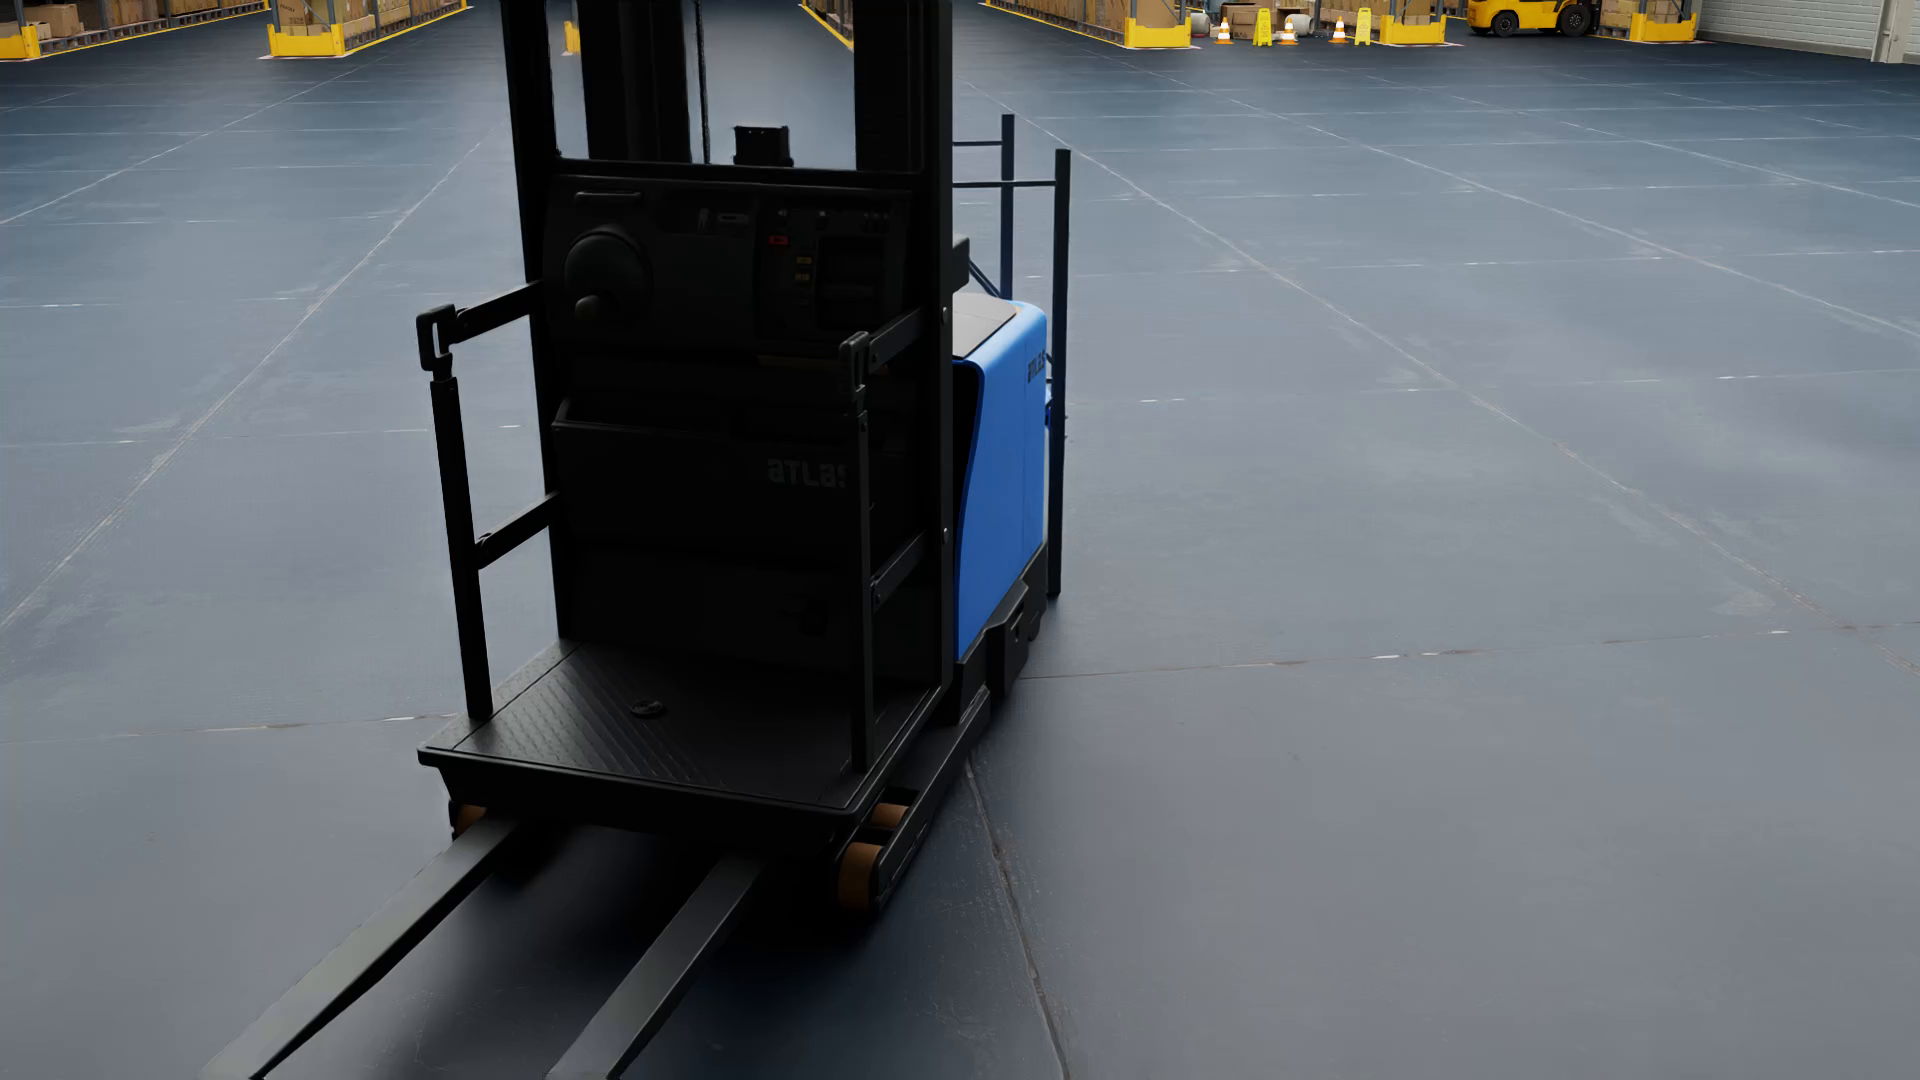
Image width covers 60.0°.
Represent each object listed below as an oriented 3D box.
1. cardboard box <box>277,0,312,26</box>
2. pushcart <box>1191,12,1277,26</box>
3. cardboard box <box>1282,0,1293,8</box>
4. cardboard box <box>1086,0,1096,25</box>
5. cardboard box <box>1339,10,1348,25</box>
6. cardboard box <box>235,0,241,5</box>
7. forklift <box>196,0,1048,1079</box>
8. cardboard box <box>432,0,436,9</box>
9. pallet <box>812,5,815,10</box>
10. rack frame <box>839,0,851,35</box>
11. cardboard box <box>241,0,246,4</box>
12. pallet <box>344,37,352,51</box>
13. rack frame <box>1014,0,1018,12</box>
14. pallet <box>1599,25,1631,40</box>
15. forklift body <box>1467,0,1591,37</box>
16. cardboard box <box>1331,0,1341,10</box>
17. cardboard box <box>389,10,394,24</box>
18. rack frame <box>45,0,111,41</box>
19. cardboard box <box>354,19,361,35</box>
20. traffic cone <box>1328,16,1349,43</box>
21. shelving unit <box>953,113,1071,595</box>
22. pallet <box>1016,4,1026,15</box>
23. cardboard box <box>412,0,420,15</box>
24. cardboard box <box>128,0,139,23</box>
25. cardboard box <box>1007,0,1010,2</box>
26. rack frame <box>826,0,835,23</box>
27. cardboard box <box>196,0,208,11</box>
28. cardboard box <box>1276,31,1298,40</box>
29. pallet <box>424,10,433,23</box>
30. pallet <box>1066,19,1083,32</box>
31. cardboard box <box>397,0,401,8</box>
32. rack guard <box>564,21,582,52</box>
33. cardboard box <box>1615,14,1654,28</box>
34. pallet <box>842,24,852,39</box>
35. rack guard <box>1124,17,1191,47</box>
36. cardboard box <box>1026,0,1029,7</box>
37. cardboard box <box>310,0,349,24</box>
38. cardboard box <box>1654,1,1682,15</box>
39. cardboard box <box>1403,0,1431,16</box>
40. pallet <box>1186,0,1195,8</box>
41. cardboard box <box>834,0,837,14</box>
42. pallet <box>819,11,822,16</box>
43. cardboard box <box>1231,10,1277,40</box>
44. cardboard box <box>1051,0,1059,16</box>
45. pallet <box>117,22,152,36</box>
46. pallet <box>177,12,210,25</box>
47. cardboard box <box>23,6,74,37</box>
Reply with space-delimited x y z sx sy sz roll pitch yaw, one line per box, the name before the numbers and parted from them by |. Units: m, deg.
cardboard box | -11.506 -9.133 28.641 0.500 0.500 0.500 -3 21 -8
pushcart | 5.650 -10.725 34.393 1.648 0.377 0.936 -11 23 -26
cardboard box | 7.612 -11.722 36.471 0.950 0.372 0.625 -2 21 -6
cardboard box | 3.037 -10.781 33.232 0.875 0.875 0.875 -3 21 -7
cardboard box | 7.884 -10.409 33.127 0.500 0.250 0.500 -3 21 -8
cardboard box | -17.913 -13.248 40.372 0.700 0.500 0.500 -2 21 -6
forklift | -0.622 -0.654 3.778 1.130 2.935 3.031 6 21 15
cardboard box | -12.446 -12.565 38.514 0.500 0.500 0.500 -3 21 -8
pallet | -3.272 -13.740 42.703 1.003 0.211 1.213 -3 21 -8
rack frame | -1.908 -11.586 32.950 1.000 3.000 0.127 -3 21 -8
cardboard box | -17.997 -13.432 40.866 0.700 0.500 0.500 -4 21 -10
pallet | -11.286 -8.659 29.099 1.003 0.211 1.213 -3 21 -8
rack frame | 1.862 -14.571 40.942 1.000 3.000 0.127 -3 21 -8
pallet | 13.235 -9.909 32.445 1.003 0.211 1.213 -3 21 -8
forklift body | 11.308 -11.120 32.914 2.313 2.155 1.214 -3 21 -8
cardboard box | 7.806 -10.943 33.486 0.500 0.500 0.500 -2 21 -6
cardboard box | -11.674 -10.505 33.384 0.500 0.250 0.500 -4 21 -9
rack frame | -16.612 -10.837 30.943 1.000 3.000 0.127 -3 21 -8
cardboard box | -11.206 -9.328 30.233 0.500 0.250 0.500 -3 21 -8
traffic cone | 7.137 -9.596 31.248 0.336 0.463 0.334 -3 21 -8
shelving unit | 0.024 -0.686 5.910 0.538 1.500 1.048 -3 21 -8
pallet | 1.976 -12.995 40.708 1.003 0.211 1.213 -3 21 -8
cardboard box | -12.070 -11.680 36.144 0.500 0.500 0.500 -2 21 -5
cardboard box | -16.975 -10.655 33.401 0.700 0.500 0.500 -3 21 -8
cardboard box | 1.412 -13.733 42.173 0.380 0.149 0.250 -4 21 -10
rack frame | -2.484 -12.971 36.658 1.000 3.000 0.127 -3 21 -8
cardboard box | -17.412 -12.270 37.253 0.750 0.750 0.750 -2 21 -6
cardboard box | 6.288 -9.717 32.020 0.380 0.149 0.250 8 22 20
pallet | -12.530 -11.848 37.637 1.003 0.211 1.213 -3 21 -8
pallet | 2.829 -10.758 34.719 1.003 0.211 1.213 -3 21 -8
cardboard box | -11.817 -11.121 34.232 0.500 0.311 0.500 -3 21 -8
rack guard | -6.290 -8.804 29.074 1.175 0.500 0.348 -3 21 -8
cardboard box | 13.007 -10.008 32.054 0.500 0.250 0.500 -3 21 -7
pallet | -1.776 -10.049 32.820 1.003 0.211 1.213 -3 21 -8
rack guard | 3.595 -9.237 30.233 1.175 0.500 0.348 -3 21 -8
cardboard box | 1.873 -12.964 39.611 0.500 0.500 0.500 -3 21 -7
cardboard box | -11.065 -9.333 29.174 0.500 0.500 0.500 -3 21 -8
cardboard box | 13.525 -10.269 32.038 0.500 0.250 0.500 -3 21 -7
cardboard box | 8.629 -10.262 31.663 0.500 0.500 0.500 -4 21 -10
pallet | 6.534 -14.240 44.041 1.003 0.211 1.213 -3 21 -8
cardboard box | -2.368 -11.775 36.400 0.700 0.500 0.500 -4 21 -11
pallet | -2.875 -12.786 40.149 1.003 0.211 1.213 -3 21 -8
cardboard box | 5.717 -10.012 32.303 0.637 0.503 0.797 17 27 39
cardboard box | 2.567 -11.811 36.167 1.050 0.750 0.750 -3 21 -7
pallet | -16.905 -10.223 33.286 1.003 0.211 1.213 -3 21 -8
pallet | -17.401 -11.613 37.009 1.003 0.211 1.213 -3 21 -8
cardboard box | -16.185 -9.185 29.464 0.700 0.500 0.500 -4 21 -11
